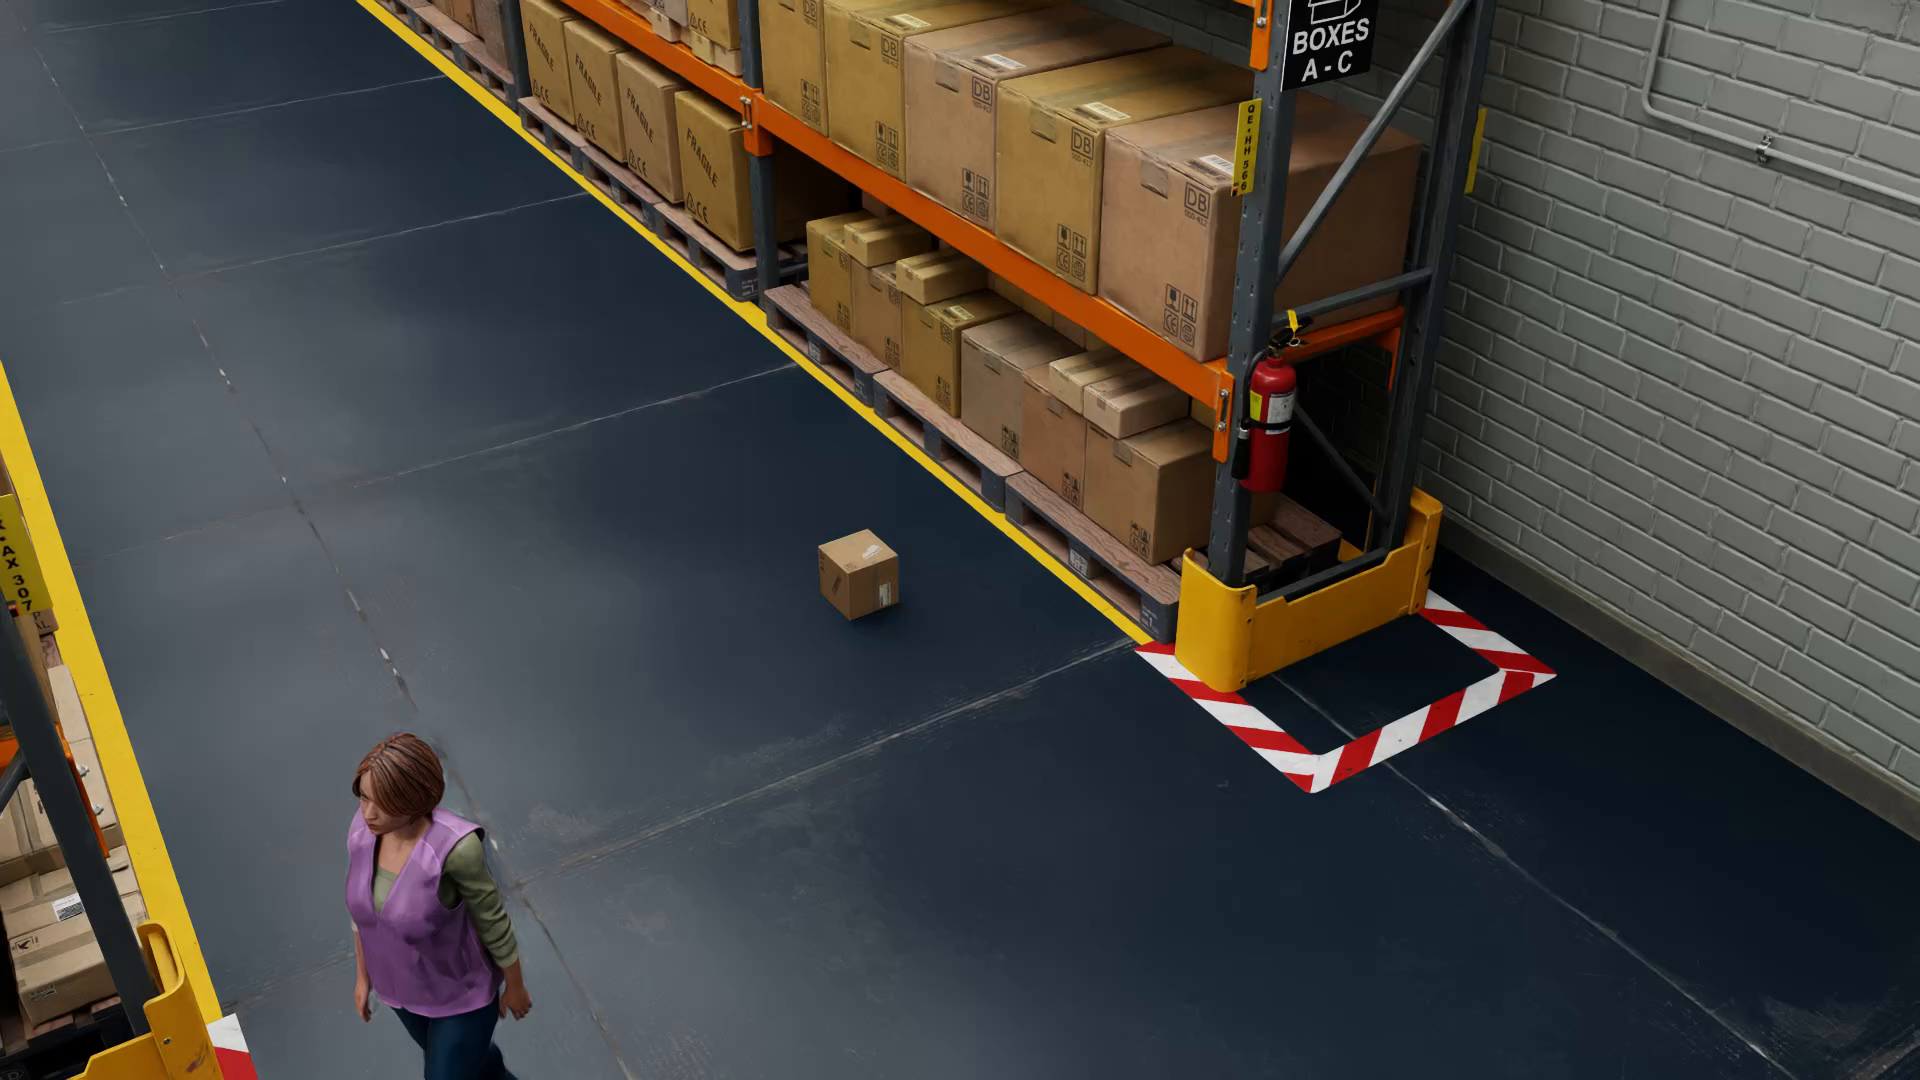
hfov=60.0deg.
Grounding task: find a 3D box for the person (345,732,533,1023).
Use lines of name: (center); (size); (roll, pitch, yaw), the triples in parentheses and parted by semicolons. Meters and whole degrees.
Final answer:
person: (-1.348, 1.157, 4.363); (0.433, 1.629, 0.367); (16, 36, 22)
